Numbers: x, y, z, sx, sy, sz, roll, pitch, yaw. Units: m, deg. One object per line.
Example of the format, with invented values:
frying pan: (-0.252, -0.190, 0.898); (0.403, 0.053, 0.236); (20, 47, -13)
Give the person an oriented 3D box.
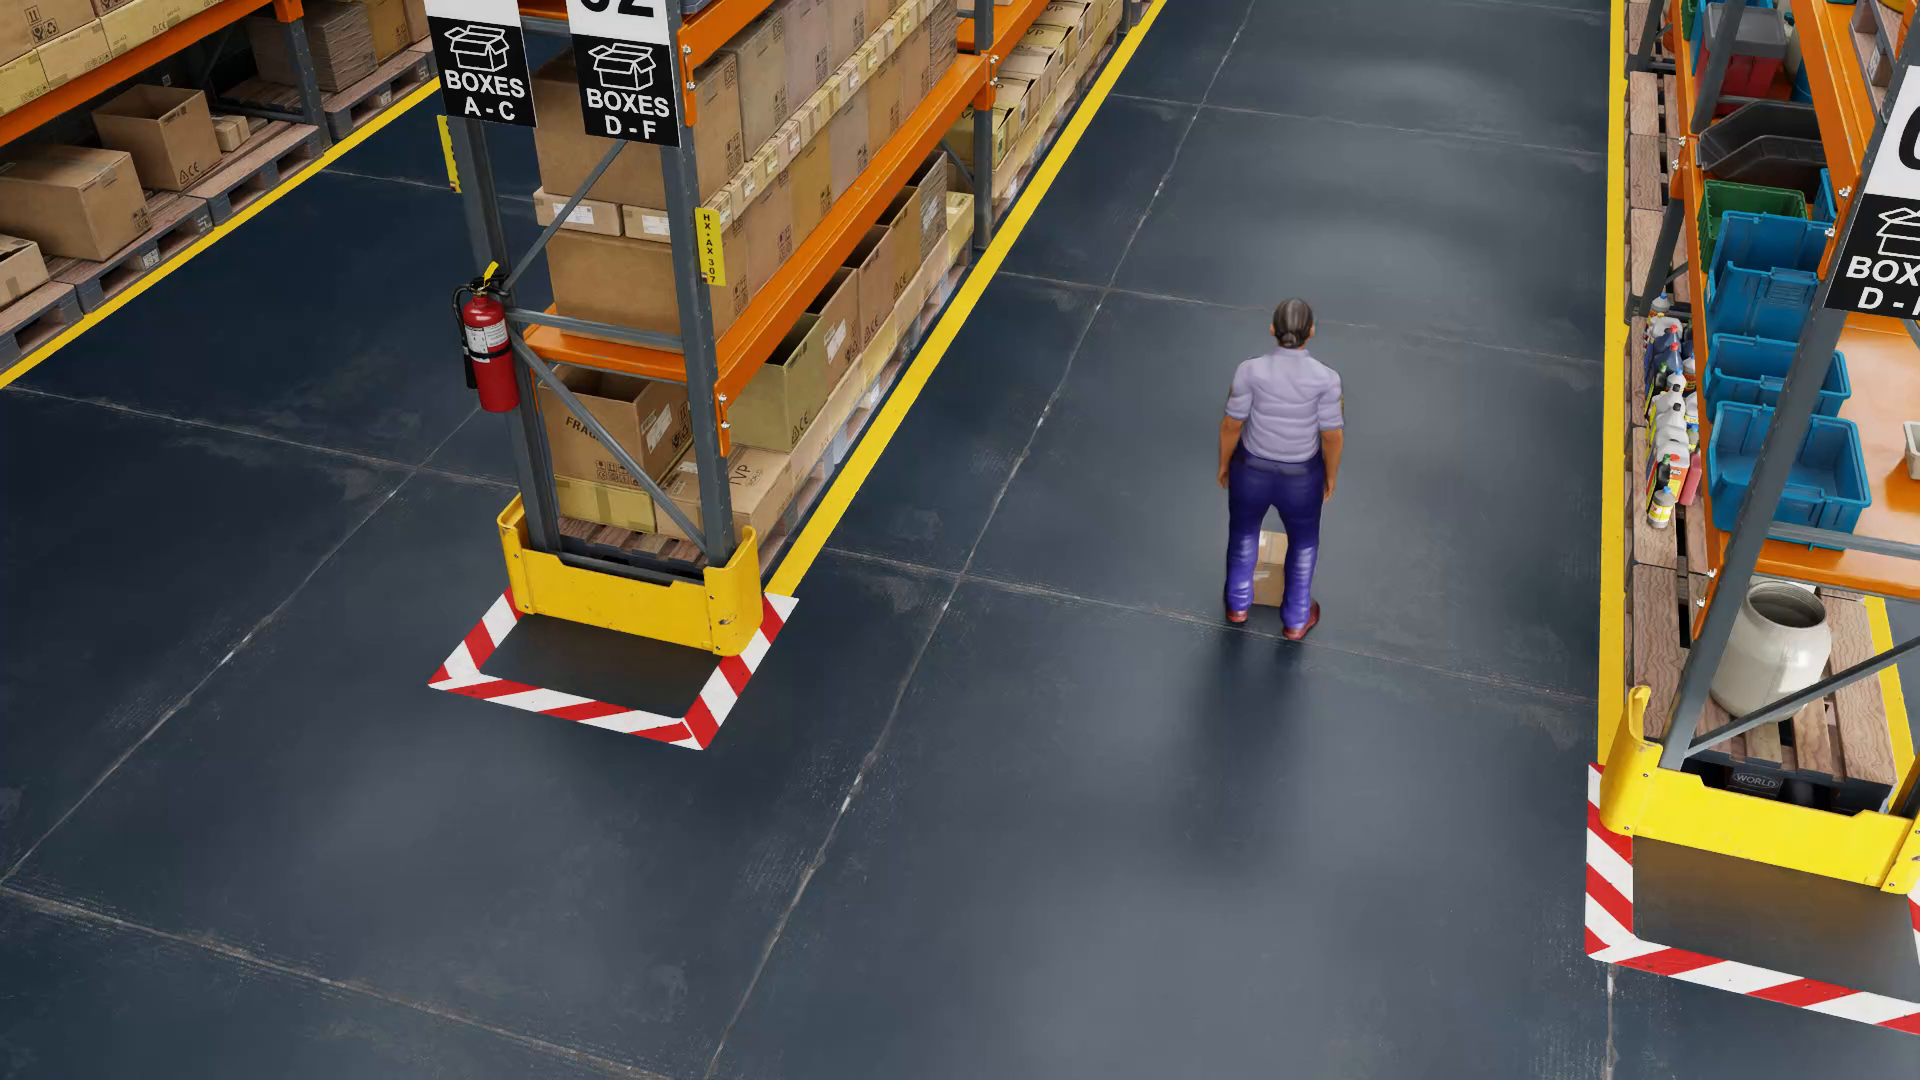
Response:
person: (1.402, -0.299, 7.290); (0.549, 1.650, 0.425); (9, 38, 12)
